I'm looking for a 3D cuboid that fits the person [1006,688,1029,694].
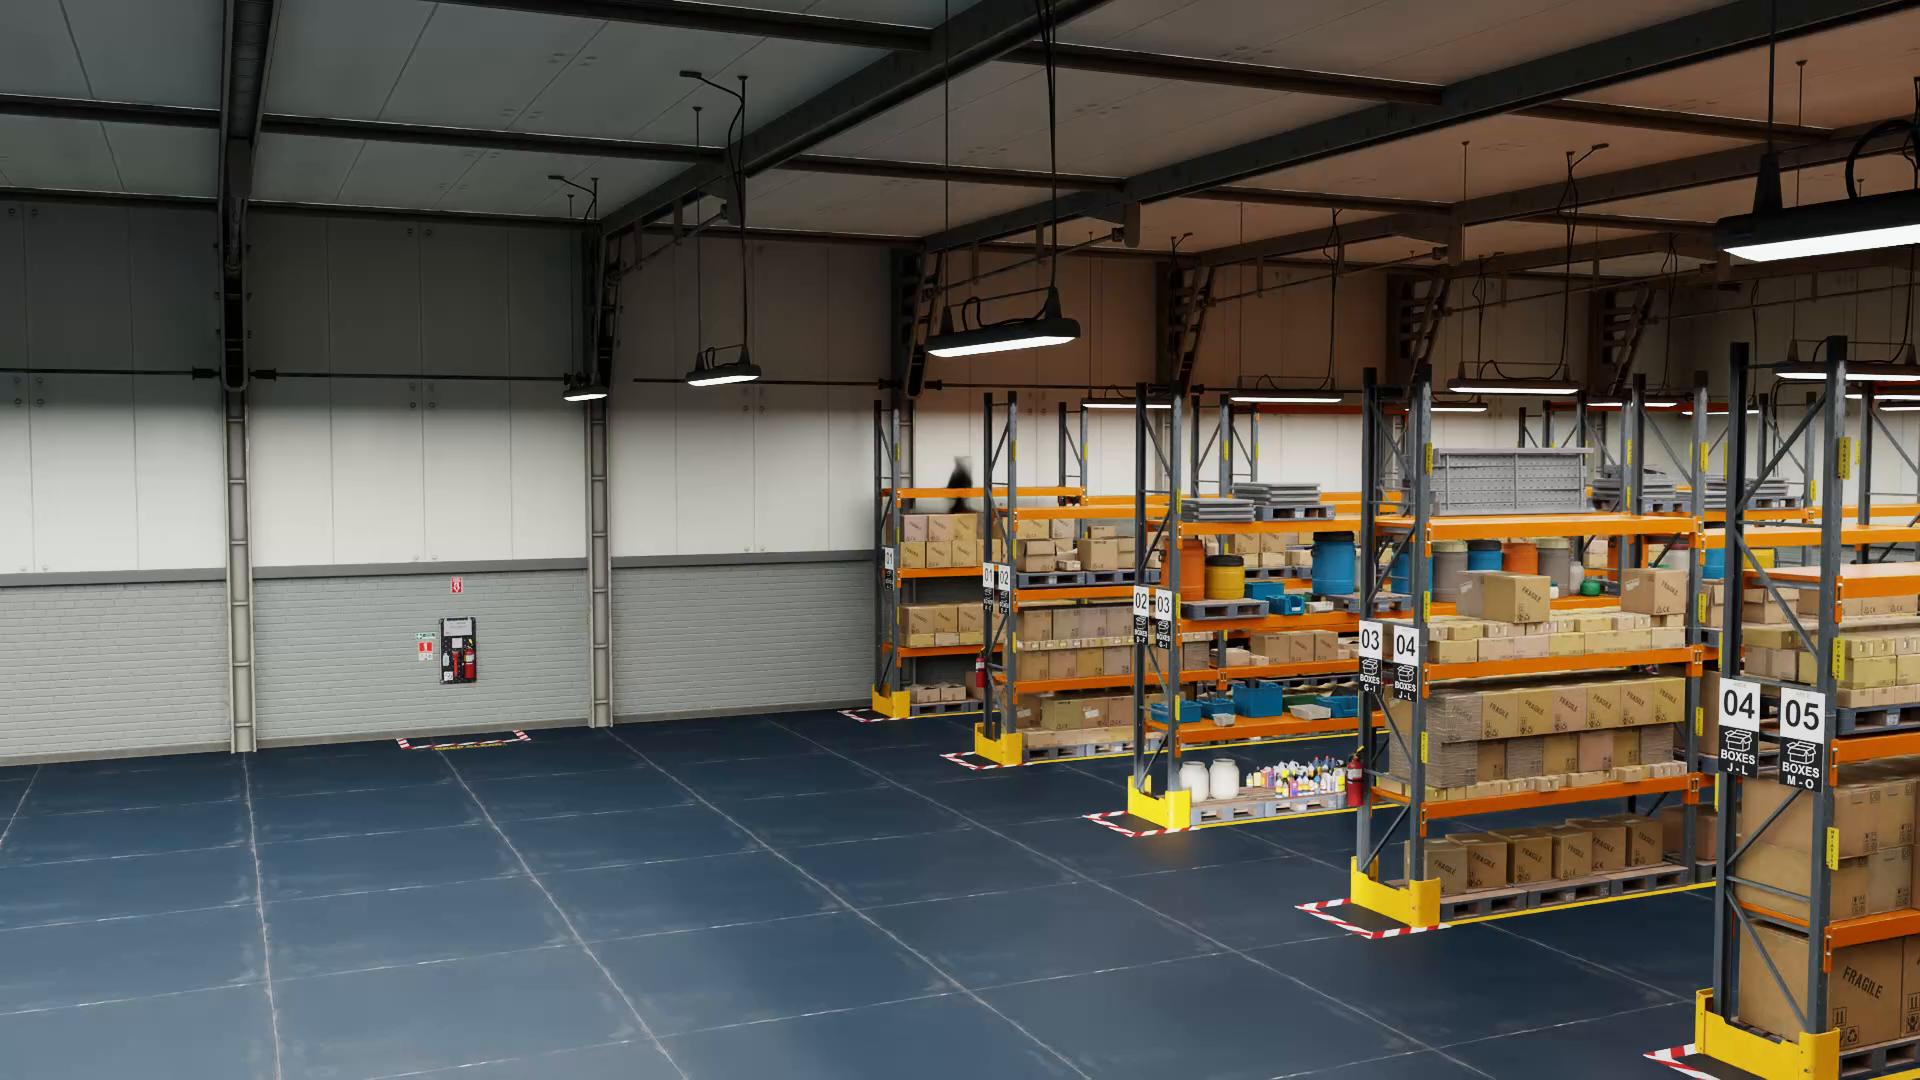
[{"bbox_3d":[1.078,2.522,30.890,0.652,1.711,0.698,-2,4,-36],"label":"person"}]
